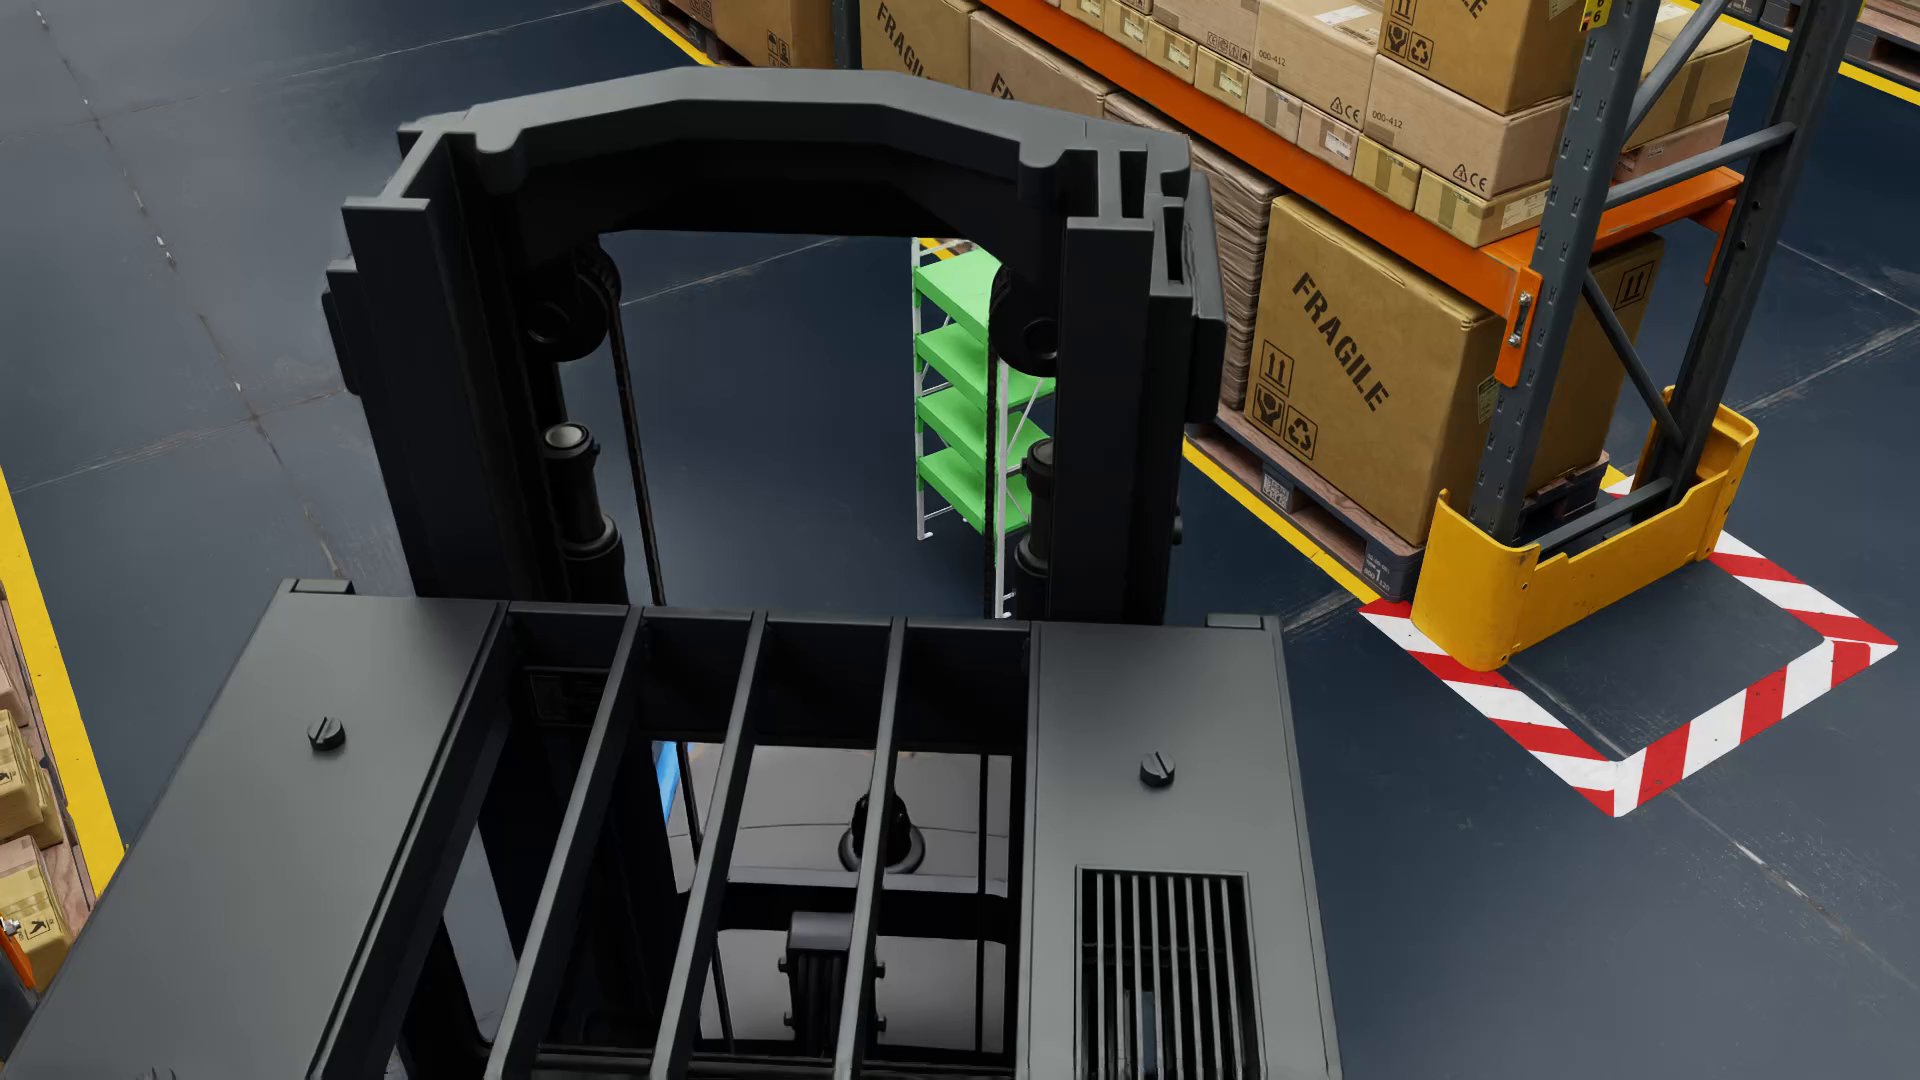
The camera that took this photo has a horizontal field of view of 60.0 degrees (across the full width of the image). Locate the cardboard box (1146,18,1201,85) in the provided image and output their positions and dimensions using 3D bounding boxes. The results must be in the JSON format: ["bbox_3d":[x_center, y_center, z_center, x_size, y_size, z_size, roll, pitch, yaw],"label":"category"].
[{"bbox_3d":[0.860,-1.698,5.641,0.380,0.149,0.250,-22,45,-24],"label":"cardboard box"}]

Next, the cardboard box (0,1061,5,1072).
[{"bbox_3d":[-2.228,1.169,3.903,0.380,0.149,0.250,-21,44,-24],"label":"cardboard box"}]

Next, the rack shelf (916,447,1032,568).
[{"bbox_3d":[0.089,-0.138,5.453,0.258,0.148,0.480,-22,45,-24],"label":"rack shelf"}]

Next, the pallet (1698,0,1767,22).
[{"bbox_3d":[4.473,-3.434,9.706,1.003,0.211,1.213,-22,45,-24],"label":"pallet"}]

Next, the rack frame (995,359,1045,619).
[{"bbox_3d":[0.220,-0.240,5.101,0.240,1.200,0.015,-22,45,-24],"label":"rack frame"}]

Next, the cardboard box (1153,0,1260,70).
[{"bbox_3d":[0.989,-1.801,5.452,0.500,0.250,0.500,-24,45,-26],"label":"cardboard box"}]

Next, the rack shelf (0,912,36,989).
[{"bbox_3d":[-3.292,-0.175,4.179,1.077,0.370,4.000,-22,45,-24],"label":"rack shelf"}]

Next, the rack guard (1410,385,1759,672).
[{"bbox_3d":[2.033,-0.052,5.422,1.175,0.500,0.348,-22,45,-24],"label":"rack guard"}]

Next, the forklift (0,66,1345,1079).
[{"bbox_3d":[-0.218,1.044,2.207,1.130,2.935,3.031,2,40,3],"label":"forklift"}]

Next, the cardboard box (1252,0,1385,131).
[{"bbox_3d":[1.263,-1.526,5.123,0.500,0.250,0.500,-23,45,-25],"label":"cardboard box"}]

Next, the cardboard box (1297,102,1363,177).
[{"bbox_3d":[1.275,-1.284,5.144,0.380,0.149,0.250,-22,45,-24],"label":"cardboard box"}]

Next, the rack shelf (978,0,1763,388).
[{"bbox_3d":[0.944,-1.828,6.163,1.077,0.370,4.000,-22,45,-24],"label":"rack shelf"}]

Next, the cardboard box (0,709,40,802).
[{"bbox_3d":[-2.634,0.631,4.316,0.380,0.149,0.250,-21,44,-23],"label":"cardboard box"}]

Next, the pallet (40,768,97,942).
[{"bbox_3d":[-2.665,1.207,4.136,1.003,0.211,1.213,-22,45,-24],"label":"pallet"}]

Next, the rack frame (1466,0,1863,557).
[{"bbox_3d":[2.020,-1.025,4.637,1.000,3.000,0.127,-22,45,-24],"label":"rack frame"}]

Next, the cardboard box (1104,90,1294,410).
[{"bbox_3d":[1.119,-1.179,6.154,0.875,0.875,0.875,-22,45,-24],"label":"cardboard box"}]

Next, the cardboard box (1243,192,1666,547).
[{"bbox_3d":[1.608,-0.688,5.564,0.875,0.875,0.875,-22,45,-24],"label":"cardboard box"}]

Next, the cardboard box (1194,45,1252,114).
[{"bbox_3d":[1.000,-1.558,5.473,0.380,0.149,0.250,-23,45,-25],"label":"cardboard box"}]

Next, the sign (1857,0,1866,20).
[{"bbox_3d":[2.491,-1.576,4.560,0.100,0.325,0.005,-22,45,-24],"label":"sign"}]

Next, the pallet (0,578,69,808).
[{"bbox_3d":[-3.316,0.549,4.926,1.003,0.211,1.213,-22,45,-24],"label":"pallet"}]

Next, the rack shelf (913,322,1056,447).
[{"bbox_3d":[0.089,-0.507,5.146,0.258,0.148,0.480,-22,45,-24],"label":"rack shelf"}]

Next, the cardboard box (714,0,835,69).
[{"bbox_3d":[-0.492,-2.868,8.180,1.225,0.875,0.875,-22,45,-24],"label":"cardboard box"}]

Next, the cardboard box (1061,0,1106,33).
[{"bbox_3d":[0.587,-1.973,5.970,0.380,0.149,0.250,-24,45,-26],"label":"cardboard box"}]

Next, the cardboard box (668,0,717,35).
[{"bbox_3d":[-0.973,-3.350,8.758,1.225,0.875,0.875,-24,45,-26],"label":"cardboard box"}]

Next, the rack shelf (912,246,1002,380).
[{"bbox_3d":[0.089,-0.691,4.992,0.258,0.148,0.480,-22,45,-24],"label":"rack shelf"}]

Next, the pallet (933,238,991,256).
[{"bbox_3d":[0.212,-1.675,7.596,1.003,0.211,1.213,-22,45,-24],"label":"pallet"}]

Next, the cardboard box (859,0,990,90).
[{"bbox_3d":[0.156,-2.145,7.313,0.875,0.875,0.875,-22,45,-24],"label":"cardboard box"}]

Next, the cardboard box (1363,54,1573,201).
[{"bbox_3d":[1.535,-1.252,4.794,0.500,0.250,0.500,-23,45,-25],"label":"cardboard box"}]

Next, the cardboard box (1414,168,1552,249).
[{"bbox_3d":[1.551,-1.007,4.812,0.380,0.149,0.250,-21,44,-24],"label":"cardboard box"}]

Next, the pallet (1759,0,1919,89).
[{"bbox_3d":[5.133,-2.775,8.915,1.003,0.211,1.213,-22,45,-24],"label":"pallet"}]

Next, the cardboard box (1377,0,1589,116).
[{"bbox_3d":[1.536,-1.542,4.557,0.500,0.500,0.500,-22,44,-24],"label":"cardboard box"}]

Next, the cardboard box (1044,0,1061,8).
[{"bbox_3d":[0.445,-2.114,6.140,0.380,0.149,0.250,-22,44,-24],"label":"cardboard box"}]

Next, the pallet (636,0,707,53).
[{"bbox_3d":[-1.270,-3.162,9.380,1.003,0.211,1.213,-22,45,-24],"label":"pallet"}]

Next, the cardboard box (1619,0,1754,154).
[{"bbox_3d":[1.989,-1.434,5.012,0.500,0.250,0.500,-23,45,-25],"label":"cardboard box"}]

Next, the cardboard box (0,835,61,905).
[{"bbox_3d":[-2.382,0.909,3.983,0.380,0.149,0.250,-22,45,-25],"label":"cardboard box"}]

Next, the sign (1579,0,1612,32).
[{"bbox_3d":[1.555,-1.382,3.975,0.100,0.325,0.005,-22,45,-24],"label":"sign"}]

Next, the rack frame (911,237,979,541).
[{"bbox_3d":[-0.042,-0.503,5.417,0.240,1.200,0.015,-22,45,-24],"label":"rack frame"}]

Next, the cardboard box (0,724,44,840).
[{"bbox_3d":[-2.489,0.646,4.066,0.380,0.149,0.250,-22,45,-25],"label":"cardboard box"}]

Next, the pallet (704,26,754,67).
[{"bbox_3d":[-0.610,-2.503,8.589,1.003,0.211,1.213,-22,45,-24],"label":"pallet"}]

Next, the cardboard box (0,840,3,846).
[{"bbox_3d":[-2.588,0.807,4.105,0.380,0.149,0.250,-22,44,-24],"label":"cardboard box"}]

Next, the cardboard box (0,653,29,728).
[{"bbox_3d":[-2.901,0.479,4.731,0.380,0.149,0.250,-24,46,-26],"label":"cardboard box"}]

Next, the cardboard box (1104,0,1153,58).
[{"bbox_3d":[0.729,-1.833,5.802,0.380,0.149,0.250,-21,44,-24],"label":"cardboard box"}]

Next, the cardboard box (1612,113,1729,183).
[{"bbox_3d":[2.107,-1.234,5.084,0.380,0.149,0.250,-22,44,-24],"label":"cardboard box"}]

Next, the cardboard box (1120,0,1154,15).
[{"bbox_3d":[0.706,-2.080,5.788,0.500,0.250,0.500,-22,45,-24],"label":"cardboard box"}]

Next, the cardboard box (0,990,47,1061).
[{"bbox_3d":[-2.282,1.076,3.782,0.380,0.149,0.250,-20,44,-23],"label":"cardboard box"}]

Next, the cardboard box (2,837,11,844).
[{"bbox_3d":[-2.578,0.924,4.197,0.380,0.149,0.250,-22,44,-24],"label":"cardboard box"}]

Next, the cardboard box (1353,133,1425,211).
[{"bbox_3d":[1.409,-1.147,4.980,0.380,0.149,0.250,-22,44,-24],"label":"cardboard box"}]

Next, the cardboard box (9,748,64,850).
[{"bbox_3d":[-2.623,0.748,4.408,0.380,0.149,0.250,-22,44,-24],"label":"cardboard box"}]

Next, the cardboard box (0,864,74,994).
[{"bbox_3d":[-2.212,0.933,3.721,0.380,0.149,0.250,-24,46,-26],"label":"cardboard box"}]

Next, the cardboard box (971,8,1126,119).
[{"bbox_3d":[0.640,-1.660,6.730,0.875,0.875,0.875,-22,45,-24],"label":"cardboard box"}]

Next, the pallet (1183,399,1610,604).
[{"bbox_3d":[1.524,-0.358,6.015,1.003,0.211,1.213,-22,45,-24],"label":"pallet"}]

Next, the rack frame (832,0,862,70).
[{"bbox_3d":[-0.131,-3.184,7.228,1.000,3.000,0.127,-22,45,-24],"label":"rack frame"}]

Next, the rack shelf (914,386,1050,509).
[{"bbox_3d":[0.089,-0.323,5.300,0.258,0.148,0.480,-22,45,-24],"label":"rack shelf"}]

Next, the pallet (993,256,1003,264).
[{"bbox_3d":[0.872,-1.016,6.805,1.003,0.211,1.213,-22,45,-24],"label":"pallet"}]

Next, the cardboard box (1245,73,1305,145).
[{"bbox_3d":[1.141,-1.419,5.306,0.380,0.149,0.250,-21,44,-24],"label":"cardboard box"}]

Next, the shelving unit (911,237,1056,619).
[{"bbox_3d":[0.089,-0.372,5.259,0.258,1.200,0.503,-22,45,-24],"label":"shelving unit"}]
